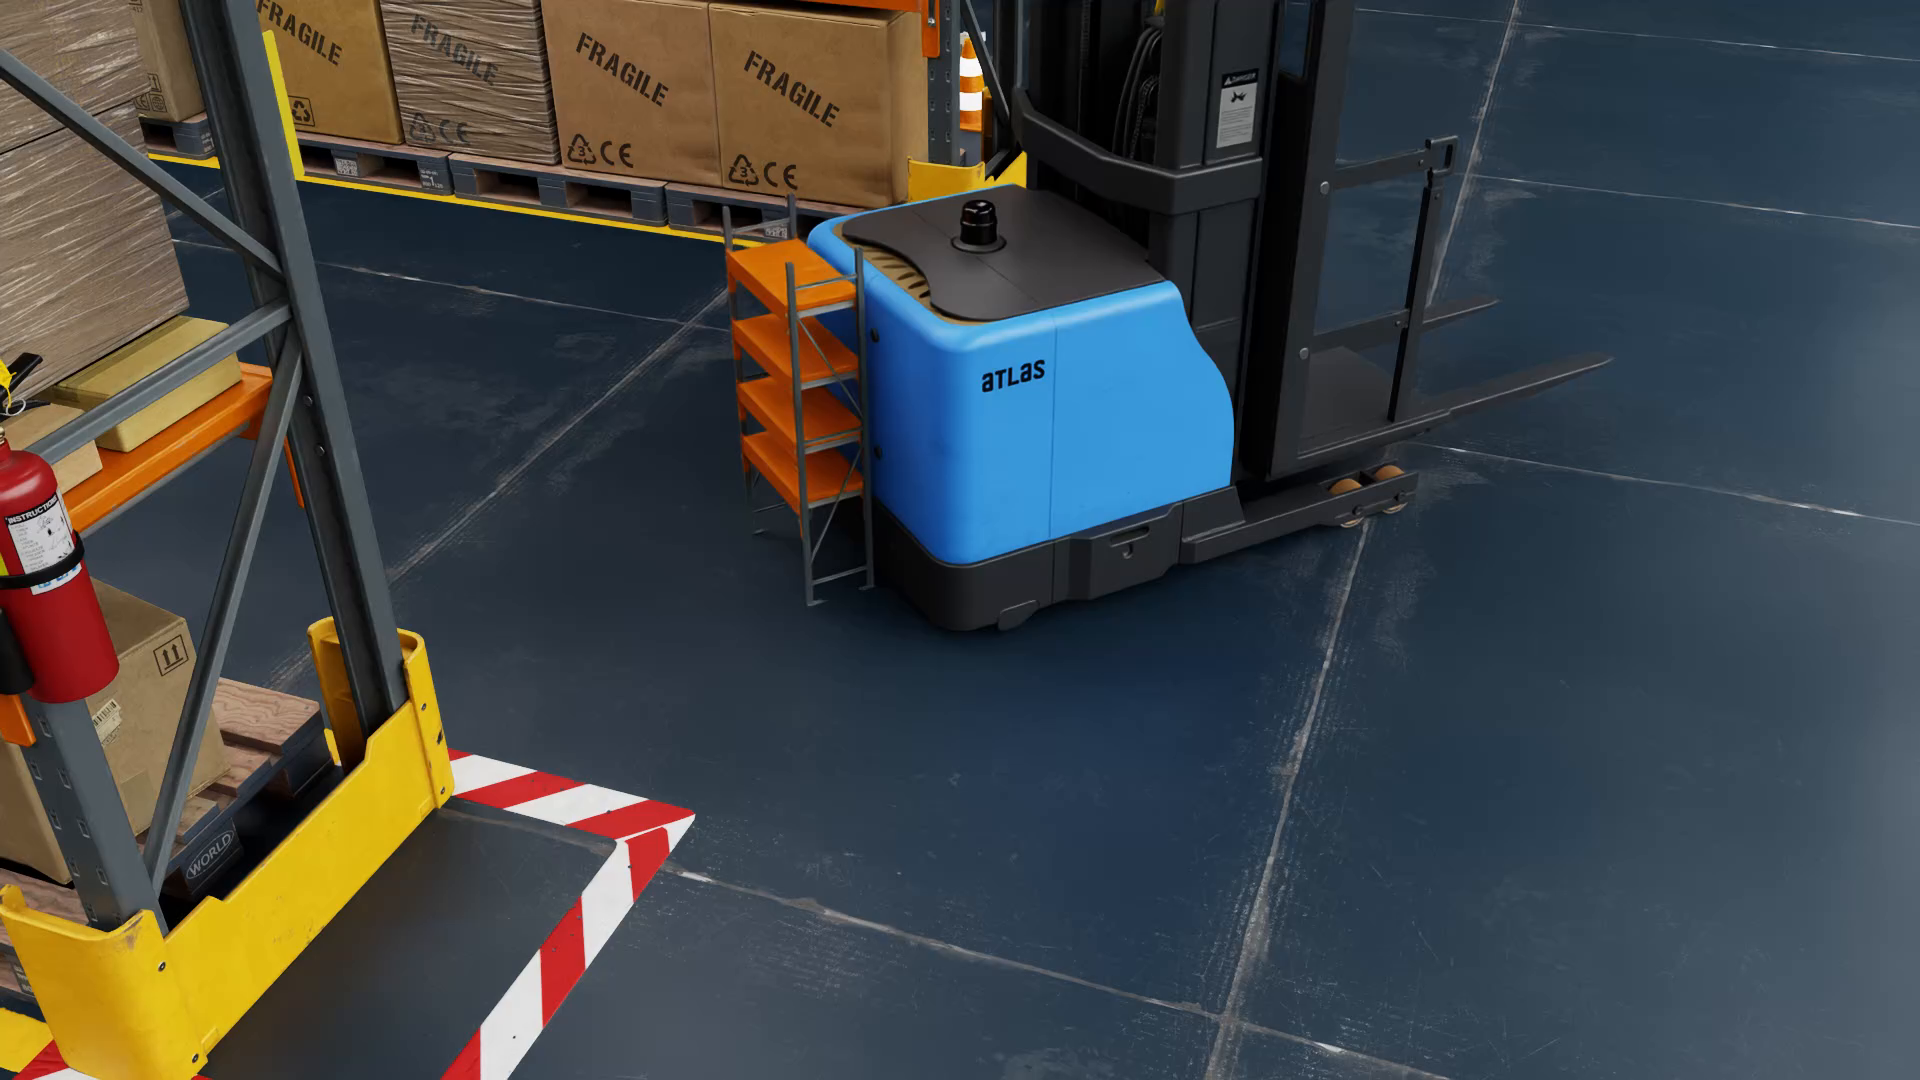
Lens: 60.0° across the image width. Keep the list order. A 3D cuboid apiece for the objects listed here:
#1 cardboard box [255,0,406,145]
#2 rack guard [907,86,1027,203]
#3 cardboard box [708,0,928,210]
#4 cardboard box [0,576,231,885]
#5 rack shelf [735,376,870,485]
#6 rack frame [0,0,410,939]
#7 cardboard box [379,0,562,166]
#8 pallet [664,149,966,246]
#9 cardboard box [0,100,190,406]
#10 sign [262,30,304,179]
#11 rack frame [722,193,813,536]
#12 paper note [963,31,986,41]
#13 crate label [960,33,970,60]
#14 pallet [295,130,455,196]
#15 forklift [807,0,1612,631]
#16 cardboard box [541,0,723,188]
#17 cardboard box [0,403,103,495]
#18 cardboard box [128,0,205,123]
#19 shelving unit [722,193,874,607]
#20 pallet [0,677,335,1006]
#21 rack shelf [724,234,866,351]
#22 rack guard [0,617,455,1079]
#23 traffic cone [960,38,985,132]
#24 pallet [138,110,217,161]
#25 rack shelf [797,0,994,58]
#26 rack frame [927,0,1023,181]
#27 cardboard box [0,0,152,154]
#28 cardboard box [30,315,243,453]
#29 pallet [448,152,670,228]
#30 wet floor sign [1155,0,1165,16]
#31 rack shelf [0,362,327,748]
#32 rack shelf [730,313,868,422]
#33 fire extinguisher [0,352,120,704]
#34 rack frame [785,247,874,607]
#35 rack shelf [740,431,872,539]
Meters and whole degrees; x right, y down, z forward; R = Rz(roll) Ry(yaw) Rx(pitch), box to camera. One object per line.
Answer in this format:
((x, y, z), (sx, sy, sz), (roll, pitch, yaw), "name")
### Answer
((-3.116, -2.679, 8.706), (0.875, 0.875, 0.875), (12, 35, 17), "cardboard box")
((0.103, -1.760, 8.014), (0.348, 0.500, 1.175), (11, 34, 16), "rack guard")
((-0.580, -2.188, 7.945), (0.875, 0.875, 0.875), (11, 35, 17), "cardboard box")
((-2.270, 0.451, 4.203), (0.500, 0.500, 0.500), (18, 37, 25), "cardboard box")
((-0.510, -0.379, 5.355), (0.258, 0.148, 0.480), (-17, 36, -24), "rack shelf")
((-1.688, -0.300, 3.449), (0.127, 3.000, 1.000), (11, 34, 16), "rack frame")
((-2.267, -2.516, 8.453), (0.875, 0.875, 0.875), (11, 35, 17), "cardboard box")
((-0.698, -1.749, 8.264), (1.213, 0.211, 1.003), (11, 34, 16), "pallet")
((-2.196, -0.582, 3.519), (0.500, 0.500, 0.875), (11, 34, 16), "cardboard box")
((-1.505, -0.941, 3.643), (0.005, 0.325, 0.100), (11, 34, 16), "sign")
((-0.627, -0.552, 5.498), (0.240, 1.200, 0.015), (-17, 36, -24), "rack frame")
((0.094, -3.269, 10.786), (0.142, 0.019, 0.148), (0, 33, 0), "paper note")
((0.000, -3.061, 10.364), (0.298, 0.136, 0.250), (-6, 33, -9), "crate label")
((-2.995, -2.195, 8.956), (1.213, 0.211, 1.003), (11, 34, 16), "pallet")
((1.036, -1.510, 5.386), (3.031, 2.935, 1.130), (-17, 36, -24), "forklift")
((-1.409, -2.348, 8.193), (0.875, 0.875, 0.875), (10, 34, 16), "cardboard box")
((-2.026, -0.141, 3.435), (0.250, 0.149, 0.380), (11, 34, 16), "cardboard box")
((-4.300, -2.845, 9.078), (0.750, 0.750, 1.050), (11, 34, 16), "cardboard box")
((-0.510, -0.436, 5.319), (0.258, 1.200, 0.503), (-17, 36, -24), "shelving unit")
((-2.512, 0.691, 4.485), (1.213, 0.211, 1.003), (11, 34, 16), "pallet")
((-0.510, -0.766, 5.106), (0.258, 0.148, 0.480), (-17, 36, -24), "rack shelf")
((-1.759, 0.736, 4.149), (0.348, 0.500, 1.175), (11, 34, 16), "rack guard")
((0.060, -2.571, 9.305), (0.334, 0.463, 0.336), (11, 34, 16), "traffic cone")
((-4.437, -2.477, 9.392), (1.213, 0.211, 1.003), (11, 34, 16), "pallet")
((-1.802, -2.878, 8.105), (4.000, 0.370, 1.077), (11, 34, 16), "rack shelf")
((0.081, -2.814, 7.343), (0.127, 3.000, 1.000), (11, 34, 16), "rack frame")
((-2.114, -1.127, 3.442), (0.500, 0.500, 0.500), (11, 34, 16), "cardboard box")
((-1.876, -0.368, 3.787), (0.250, 0.149, 0.380), (11, 34, 16), "cardboard box")
((-1.843, -1.973, 8.611), (1.213, 0.211, 1.003), (11, 34, 16), "pallet")
((1.473, -3.790, 11.025), (0.232, 0.644, 0.267), (24, 40, 32), "wet floor sign")
((-3.571, -0.364, 4.211), (4.000, 0.370, 1.077), (11, 34, 16), "rack shelf")
((-0.510, -0.567, 5.234), (0.258, 0.148, 0.480), (-17, 36, -24), "rack shelf")
((-1.736, -0.011, 3.073), (0.183, 0.674, 0.296), (11, 34, 16), "fire extinguisher")
((-0.393, -0.320, 5.139), (0.240, 1.200, 0.015), (-17, 36, -24), "rack frame")
((-0.510, -0.212, 5.463), (0.258, 0.148, 0.480), (-17, 36, -24), "rack shelf")
